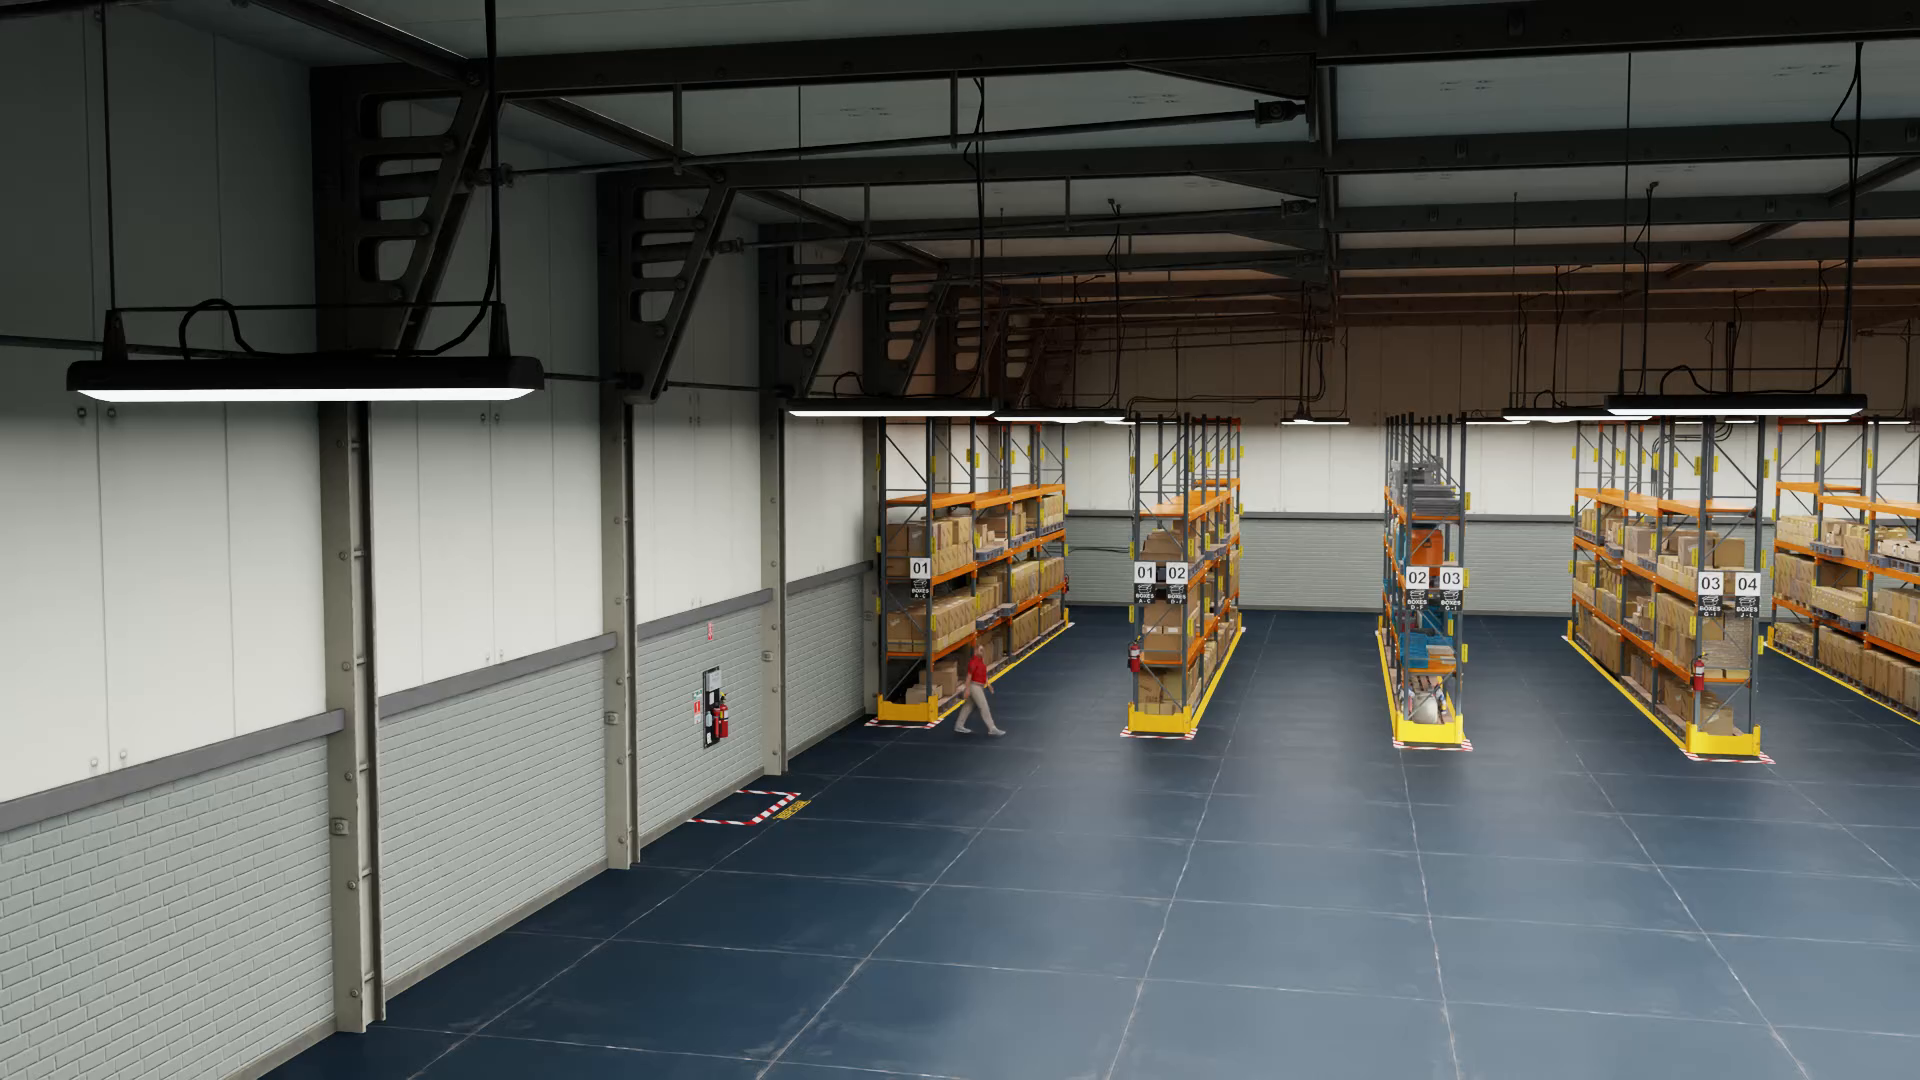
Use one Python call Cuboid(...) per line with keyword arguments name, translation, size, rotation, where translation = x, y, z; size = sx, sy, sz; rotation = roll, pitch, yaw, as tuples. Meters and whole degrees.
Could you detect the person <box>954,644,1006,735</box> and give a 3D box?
Cuboid(name="person", translation=(0.373, 2.766, 30.973), size=(0.974, 1.672, 0.539), rotation=(0, 4, 4))
